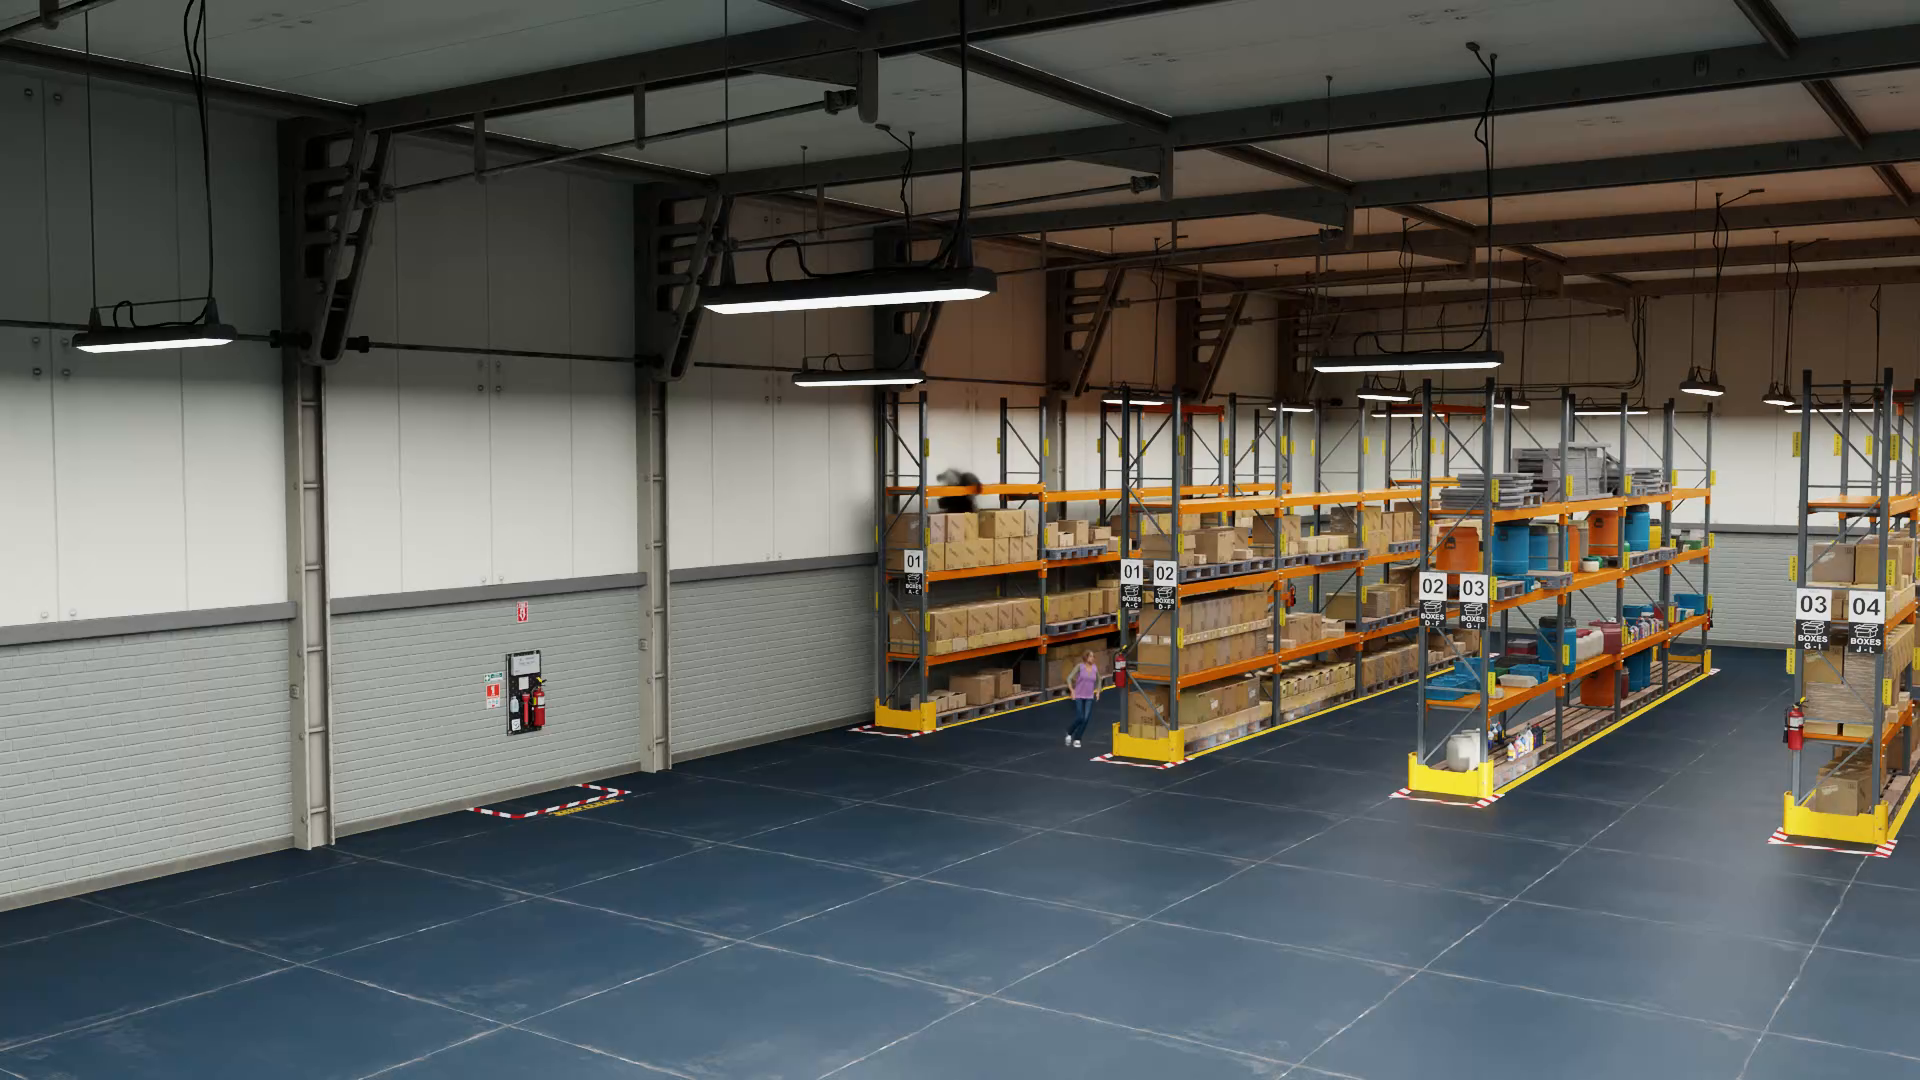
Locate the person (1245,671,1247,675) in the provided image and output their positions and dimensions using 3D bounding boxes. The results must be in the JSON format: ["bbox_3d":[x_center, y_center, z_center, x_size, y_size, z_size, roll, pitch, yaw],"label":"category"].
[{"bbox_3d":[5.821,2.317,34.148,0.614,1.617,0.575,2,4,27],"label":"person"}]

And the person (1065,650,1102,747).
[{"bbox_3d":[1.979,2.500,26.269,0.566,1.516,0.486,-1,3,-20],"label":"person"}]
